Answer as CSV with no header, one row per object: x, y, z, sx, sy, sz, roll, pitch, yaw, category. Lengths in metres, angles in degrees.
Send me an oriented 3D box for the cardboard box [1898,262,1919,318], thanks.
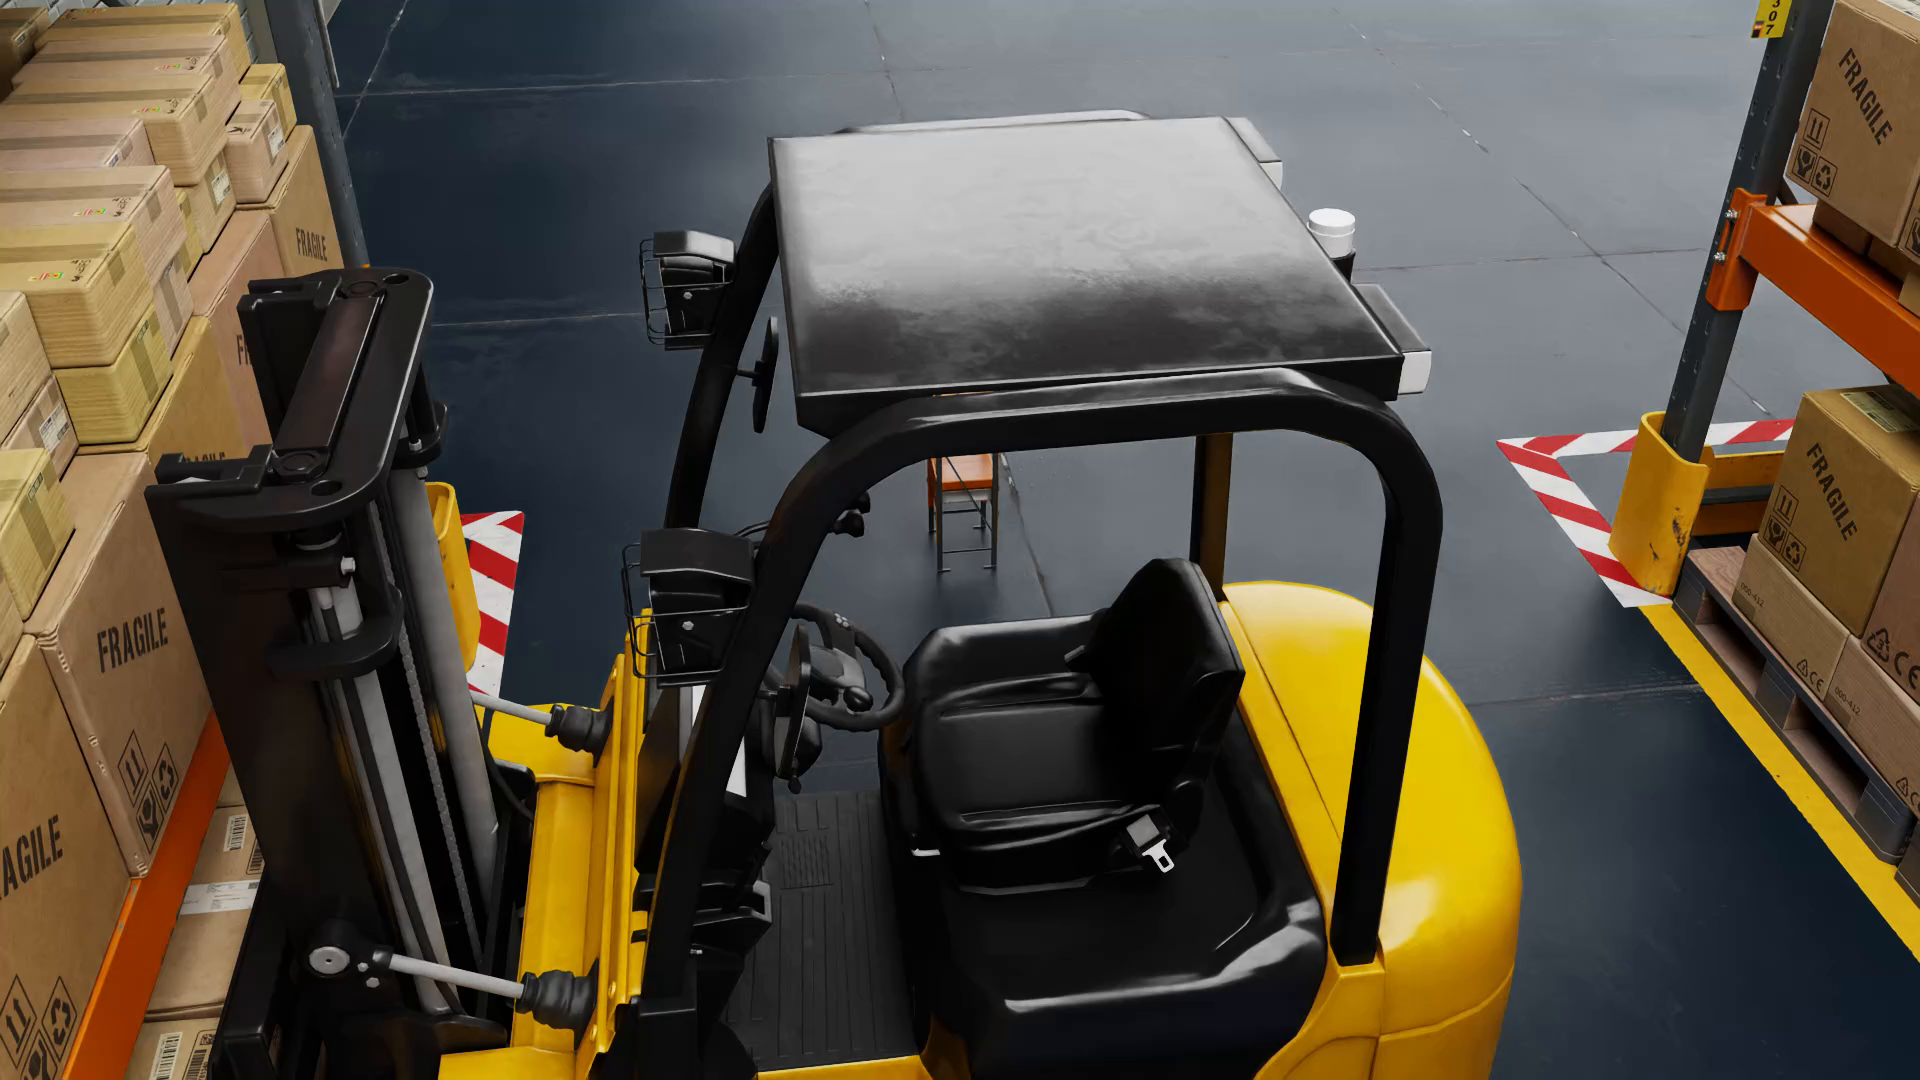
2.656,-0.631,4.235,0.380,0.149,0.250,-5,35,-8,cardboard box

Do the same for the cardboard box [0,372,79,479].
-1.641,-0.133,2.617,0.380,0.149,0.250,-5,35,-7,cardboard box

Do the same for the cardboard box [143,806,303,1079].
-1.522,0.776,3.129,0.500,0.250,0.500,-5,35,-7,cardboard box

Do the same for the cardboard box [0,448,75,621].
-1.539,0.005,2.415,0.380,0.149,0.250,-5,35,-7,cardboard box

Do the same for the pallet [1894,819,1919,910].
3.057,1.096,3.954,1.003,0.211,1.213,-4,35,-6,pallet

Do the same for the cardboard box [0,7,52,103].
-2.273,-1.085,3.749,0.380,0.149,0.250,-5,35,-7,cardboard box

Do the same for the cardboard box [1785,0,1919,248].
2.601,-1.113,4.366,0.500,0.500,0.500,-5,35,-7,cardboard box

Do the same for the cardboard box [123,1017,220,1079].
-1.459,1.069,2.698,0.500,0.250,0.500,-3,34,-5,cardboard box

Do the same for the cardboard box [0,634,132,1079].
-1.525,0.496,2.270,0.500,0.500,0.500,-5,35,-7,cardboard box

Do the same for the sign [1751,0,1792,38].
2.274,-1.551,4.593,0.100,0.325,0.005,-4,35,-6,sign

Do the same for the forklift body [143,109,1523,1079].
-0.043,0.415,3.231,2.313,2.155,1.214,-4,35,-6,forklift body

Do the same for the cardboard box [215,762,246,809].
-1.583,0.492,3.545,0.500,0.250,0.500,-4,34,-6,cardboard box

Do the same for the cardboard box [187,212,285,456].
-1.719,-0.352,3.515,0.500,0.500,0.500,-3,34,-5,cardboard box

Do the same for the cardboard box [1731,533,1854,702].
2.646,0.200,4.862,0.500,0.250,0.500,-5,35,-7,cardboard box

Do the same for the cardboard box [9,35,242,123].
-1.785,-0.969,3.579,0.380,0.149,0.250,-4,35,-6,cardboard box

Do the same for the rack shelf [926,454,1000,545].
0.007,-0.166,5.573,0.215,0.259,0.240,-4,35,-6,rack shelf

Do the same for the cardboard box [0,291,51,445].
-1.637,-0.249,2.523,0.380,0.149,0.250,-4,34,-6,cardboard box

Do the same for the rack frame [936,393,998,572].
0.024,-0.336,5.311,0.200,1.050,0.008,-4,35,-6,rack frame

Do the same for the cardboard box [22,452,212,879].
-1.571,0.213,2.685,0.500,0.500,0.500,-4,34,-6,cardboard box

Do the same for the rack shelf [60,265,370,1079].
-1.837,0.557,2.907,1.077,0.370,4.000,-4,35,-6,rack shelf

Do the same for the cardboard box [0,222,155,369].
-1.578,-0.400,2.744,0.380,0.149,0.250,-4,34,-5,cardboard box

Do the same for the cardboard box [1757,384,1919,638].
2.650,-0.097,4.631,0.500,0.500,0.500,-5,35,-8,cardboard box

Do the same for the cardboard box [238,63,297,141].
-1.782,-0.993,3.879,0.380,0.149,0.250,-4,34,-6,cardboard box

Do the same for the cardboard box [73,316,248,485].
-1.650,-0.066,3.095,0.500,0.500,0.500,-5,35,-7,cardboard box

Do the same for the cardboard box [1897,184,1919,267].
2.674,-0.824,3.943,0.500,0.500,0.500,-3,34,-5,cardboard box

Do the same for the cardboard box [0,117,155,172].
-1.763,-0.681,3.156,0.380,0.149,0.250,-4,34,-6,cardboard box

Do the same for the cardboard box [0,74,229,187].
-1.723,-0.825,3.368,0.380,0.149,0.250,-4,34,-5,cardboard box

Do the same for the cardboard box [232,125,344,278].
-1.780,-0.643,3.940,0.500,0.500,0.500,-5,35,-7,cardboard box

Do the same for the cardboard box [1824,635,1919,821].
2.708,0.485,4.443,0.500,0.250,0.500,-3,34,-5,cardboard box

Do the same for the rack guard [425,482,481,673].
-2.109,0.164,5.066,1.175,0.500,0.348,-4,35,-6,rack guard

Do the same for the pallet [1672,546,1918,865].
2.896,0.417,4.951,1.003,0.211,1.213,-4,35,-6,pallet

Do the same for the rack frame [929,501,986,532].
-0.009,-0.472,5.510,0.200,1.050,0.008,-4,35,-6,rack frame

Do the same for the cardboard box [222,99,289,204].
-1.718,-0.853,3.673,0.380,0.149,0.250,-4,34,-6,cardboard box

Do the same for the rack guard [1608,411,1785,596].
2.822,-0.159,5.539,1.175,0.500,0.348,-4,35,-6,rack guard

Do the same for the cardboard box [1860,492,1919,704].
2.725,0.195,4.204,0.500,0.500,0.500,-6,35,-8,cardboard box

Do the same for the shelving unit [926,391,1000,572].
0.007,-0.404,5.411,0.215,1.050,0.252,-4,35,-6,shelving unit

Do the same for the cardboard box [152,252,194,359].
-1.639,-0.419,3.036,0.380,0.149,0.250,-5,35,-8,cardboard box

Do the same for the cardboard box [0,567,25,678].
-1.494,0.153,2.198,0.380,0.149,0.250,-5,35,-8,cardboard box

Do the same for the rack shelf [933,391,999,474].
0.007,-0.395,5.416,0.215,0.259,0.240,-4,35,-6,rack shelf

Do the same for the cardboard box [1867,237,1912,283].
2.701,-0.785,4.461,0.380,0.149,0.250,-4,34,-6,cardboard box

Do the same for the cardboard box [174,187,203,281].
-1.722,-0.564,3.249,0.380,0.149,0.250,-5,35,-7,cardboard box

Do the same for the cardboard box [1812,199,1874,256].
2.653,-0.925,4.667,0.380,0.149,0.250,-4,35,-6,cardboard box

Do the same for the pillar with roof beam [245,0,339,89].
0.553,-6.552,7.374,9.100,9.000,0.400,-4,35,-6,pillar with roof beam

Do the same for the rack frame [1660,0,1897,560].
2.812,-1.234,4.897,1.000,3.000,0.127,-4,35,-6,rack frame

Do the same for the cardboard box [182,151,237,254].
-1.744,-0.703,3.454,0.380,0.149,0.250,-4,34,-5,cardboard box

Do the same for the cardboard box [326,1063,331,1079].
-1.522,1.191,3.407,0.500,0.250,0.500,-3,34,-5,cardboard box

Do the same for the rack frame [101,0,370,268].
-2.106,-0.856,4.342,1.000,3.000,0.127,-4,35,-6,rack frame

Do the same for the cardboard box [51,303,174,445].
-1.585,-0.279,2.831,0.380,0.149,0.250,-4,34,-6,cardboard box

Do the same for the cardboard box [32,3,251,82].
-1.849,-1.104,3.778,0.380,0.149,0.250,-4,35,-6,cardboard box

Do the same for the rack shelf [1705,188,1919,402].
3.081,0.179,3.462,1.077,0.370,4.000,-4,35,-6,rack shelf

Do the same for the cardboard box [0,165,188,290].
-1.618,-0.544,2.955,0.380,0.149,0.250,-4,34,-5,cardboard box

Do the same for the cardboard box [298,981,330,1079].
-1.520,0.995,3.251,0.500,0.250,0.500,-4,35,-7,cardboard box
